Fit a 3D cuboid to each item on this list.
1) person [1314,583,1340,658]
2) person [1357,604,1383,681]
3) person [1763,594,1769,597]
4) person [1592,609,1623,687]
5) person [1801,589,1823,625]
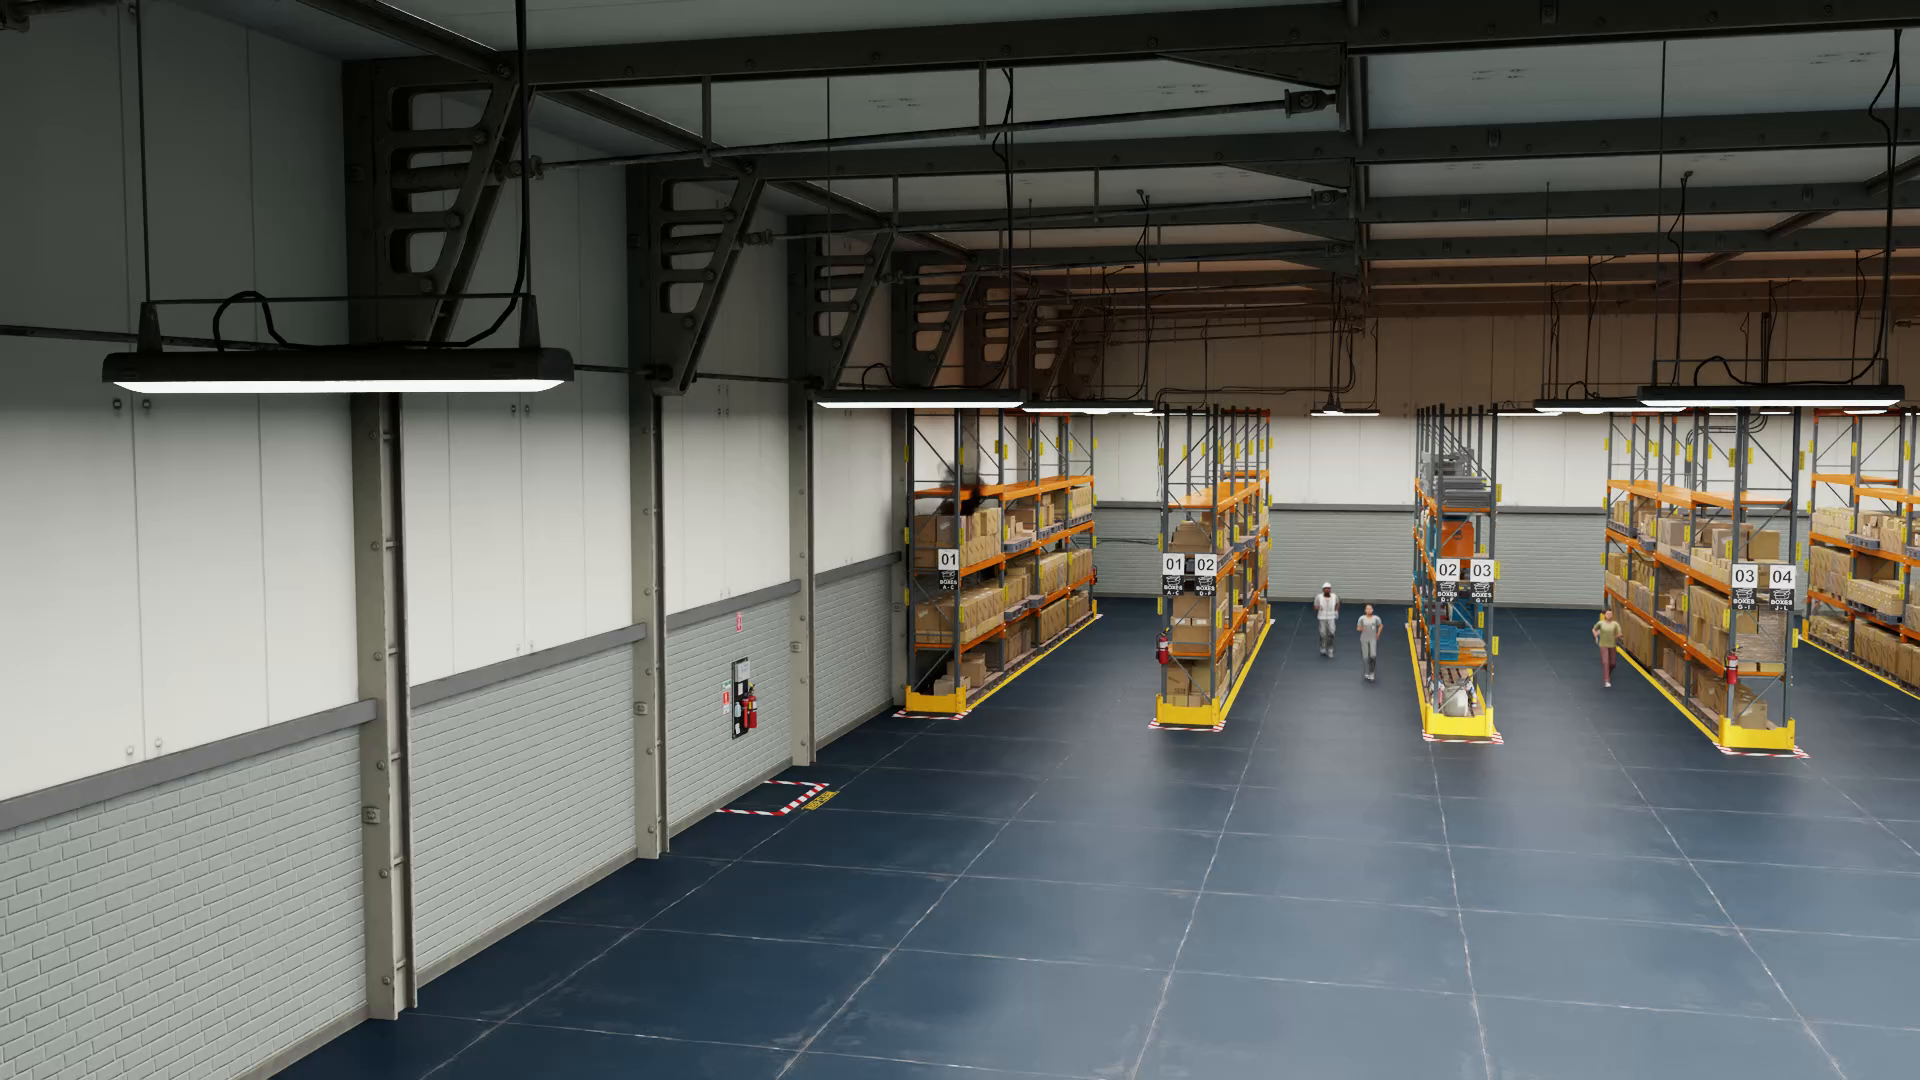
[{"bbox_3d":[8.815,1.930,39.970,0.626,1.817,0.783,1,4,9],"label":"person"},{"bbox_3d":[8.966,2.243,36.431,0.545,1.695,0.662,1,4,16],"label":"person"},{"bbox_3d":[20.851,1.687,43.740,0.693,1.745,0.799,-3,5,-35],"label":"person"},{"bbox_3d":[13.893,2.290,35.672,0.586,1.645,0.914,1,4,12],"label":"person"},{"bbox_3d":[22.664,1.649,44.085,0.588,1.698,0.707,0,4,6],"label":"person"}]
